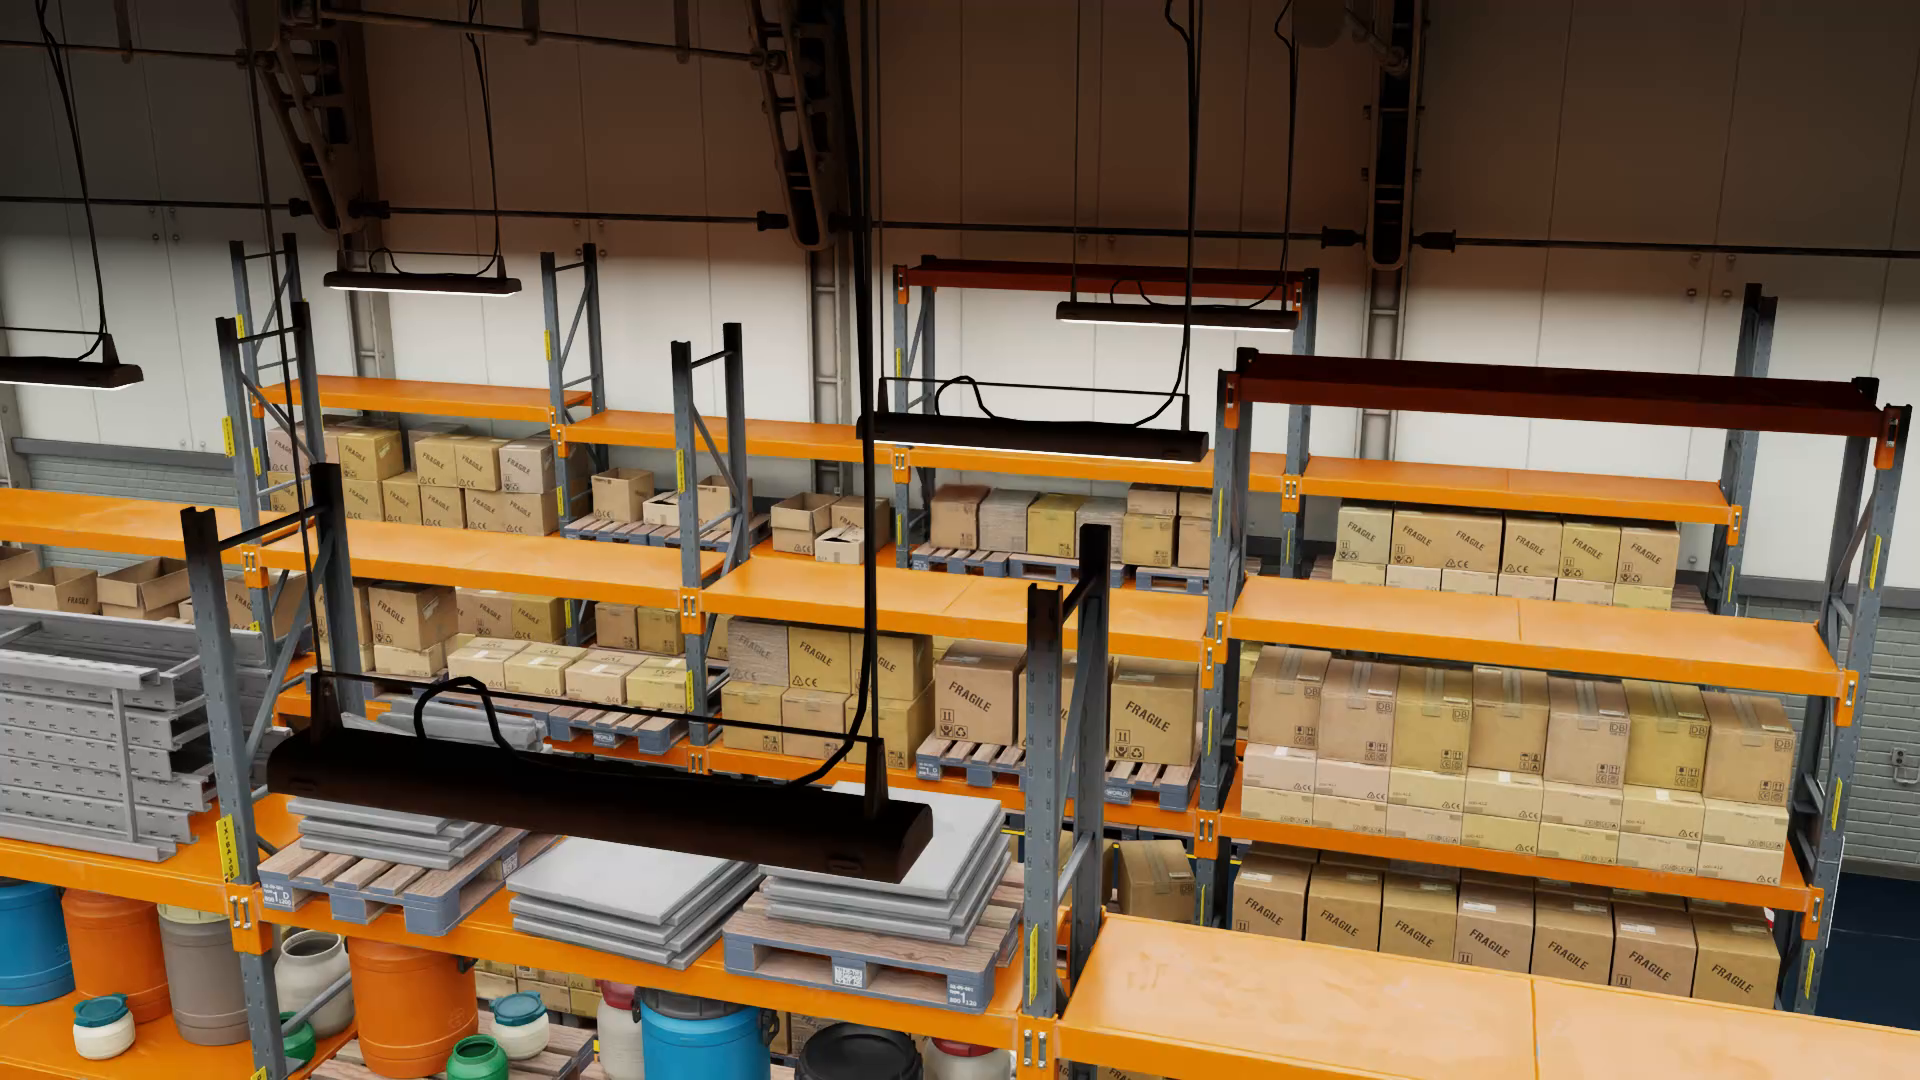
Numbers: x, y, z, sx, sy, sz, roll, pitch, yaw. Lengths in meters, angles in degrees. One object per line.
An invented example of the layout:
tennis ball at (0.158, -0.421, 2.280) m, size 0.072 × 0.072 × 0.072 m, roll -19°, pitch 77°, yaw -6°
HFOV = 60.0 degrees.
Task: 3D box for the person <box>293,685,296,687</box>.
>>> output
person at (-7.056, 2.303, 17.780) m, size 0.948 × 1.607 × 0.474 m, roll 5°, pitch 17°, yaw 16°

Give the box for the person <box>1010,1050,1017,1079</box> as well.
person at (0.285, 4.017, 11.825) m, size 0.516 × 1.674 × 0.513 m, roll 5°, pitch 17°, yaw 16°
